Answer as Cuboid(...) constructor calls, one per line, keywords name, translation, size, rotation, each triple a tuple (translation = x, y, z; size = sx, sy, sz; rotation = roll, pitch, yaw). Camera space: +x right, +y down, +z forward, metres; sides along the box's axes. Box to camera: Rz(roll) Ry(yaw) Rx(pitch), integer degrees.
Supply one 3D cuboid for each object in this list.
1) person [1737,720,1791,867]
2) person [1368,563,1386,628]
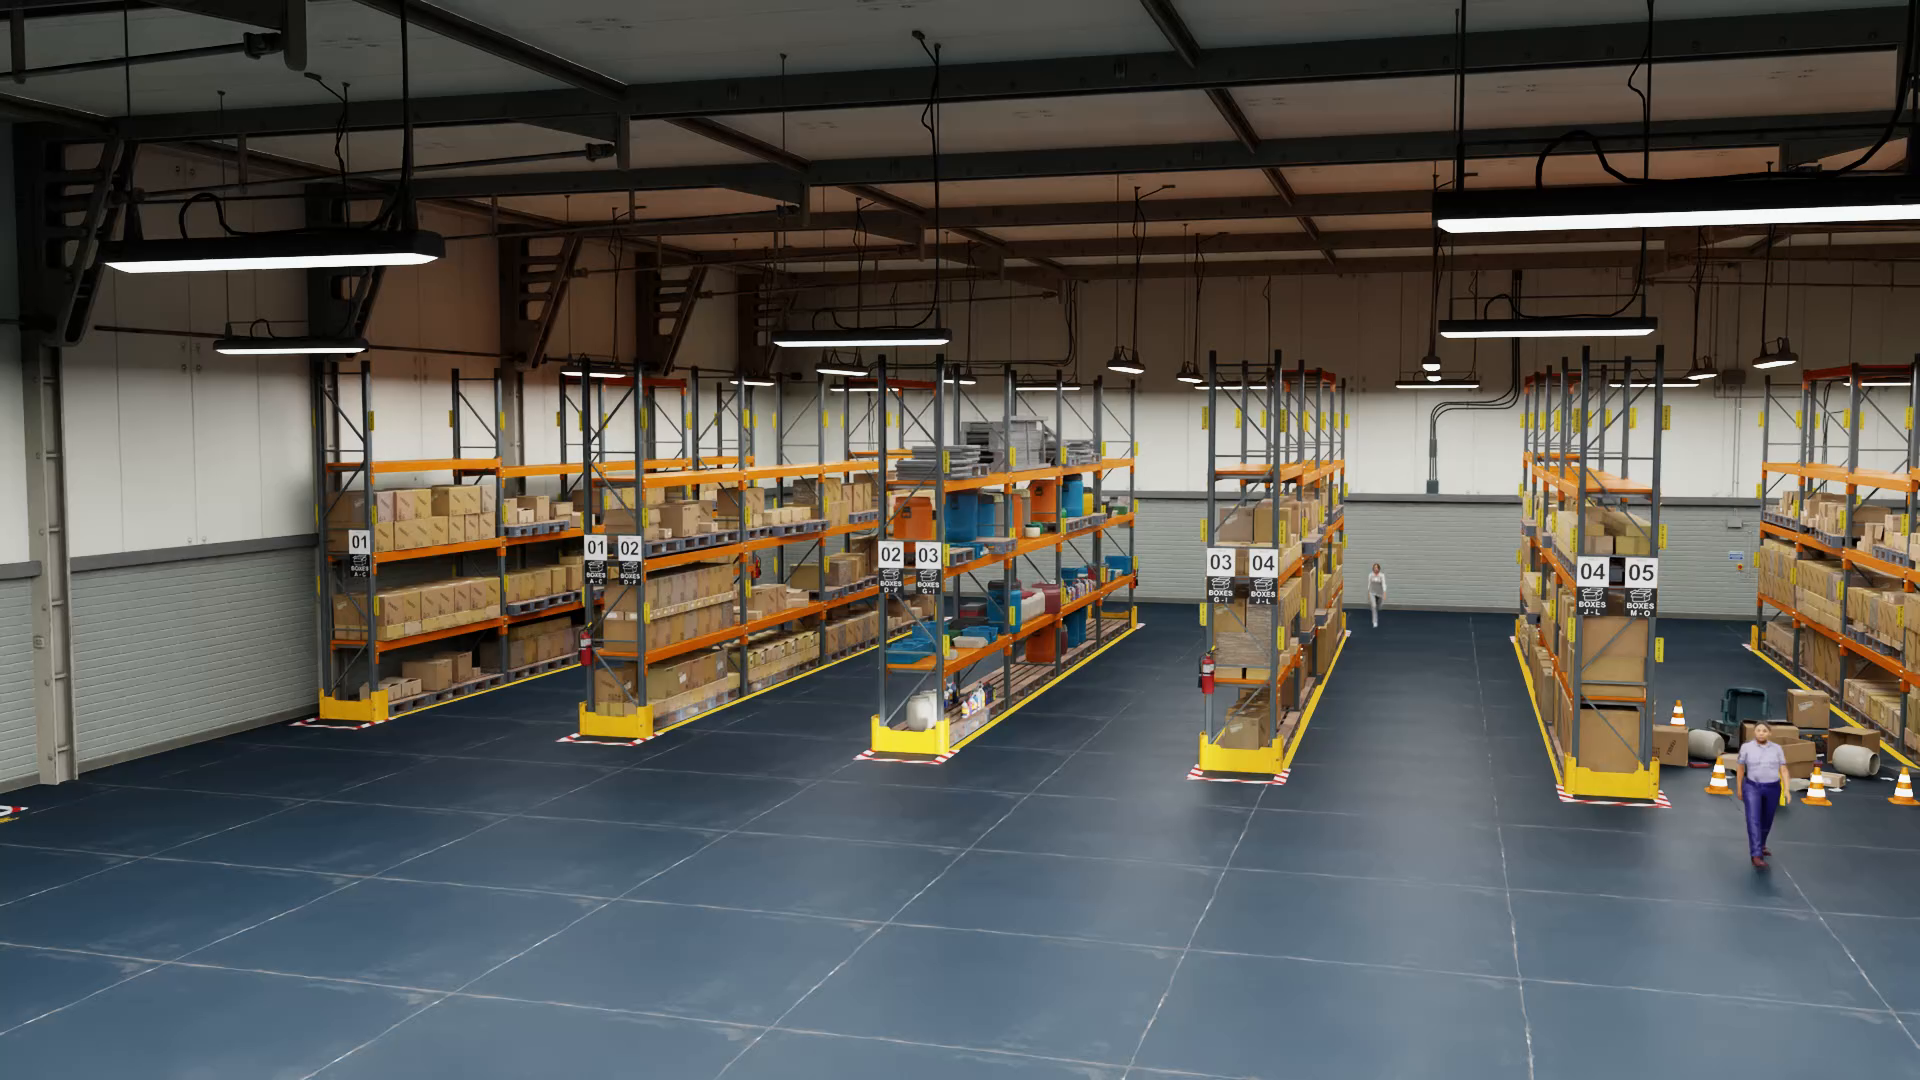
Cuboid(name="person", translation=(9.078, 2.842, 18.769), size=(0.505, 1.593, 0.992), rotation=(1, 4, 11))
Cuboid(name="person", translation=(10.148, 1.328, 40.456), size=(0.405, 1.532, 1.012), rotation=(0, 4, 3))
